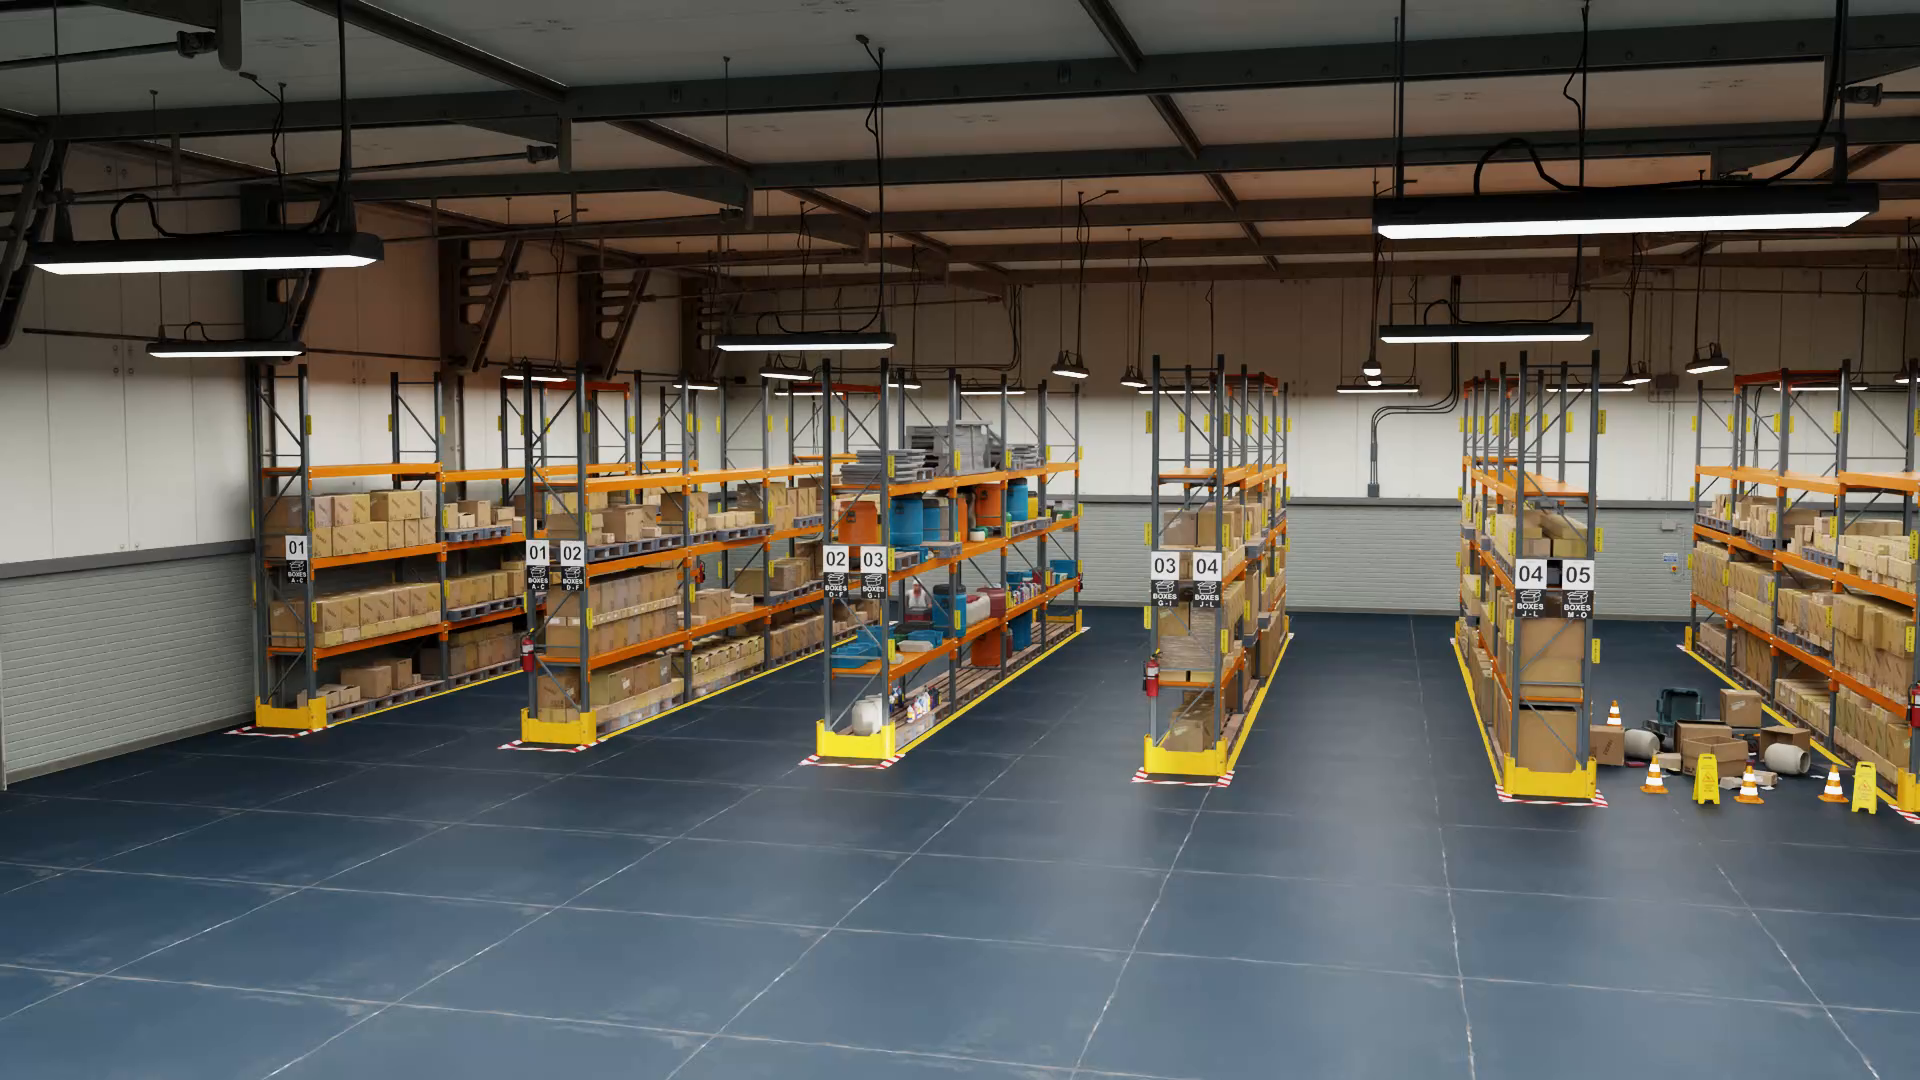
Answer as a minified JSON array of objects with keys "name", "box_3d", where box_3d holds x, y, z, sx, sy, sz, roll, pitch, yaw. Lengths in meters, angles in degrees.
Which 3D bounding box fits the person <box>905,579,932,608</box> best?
[{"name":"person","box_3d":[-0.931,1.676,35.902,0.663,1.713,0.701,0,4,-2]}]
